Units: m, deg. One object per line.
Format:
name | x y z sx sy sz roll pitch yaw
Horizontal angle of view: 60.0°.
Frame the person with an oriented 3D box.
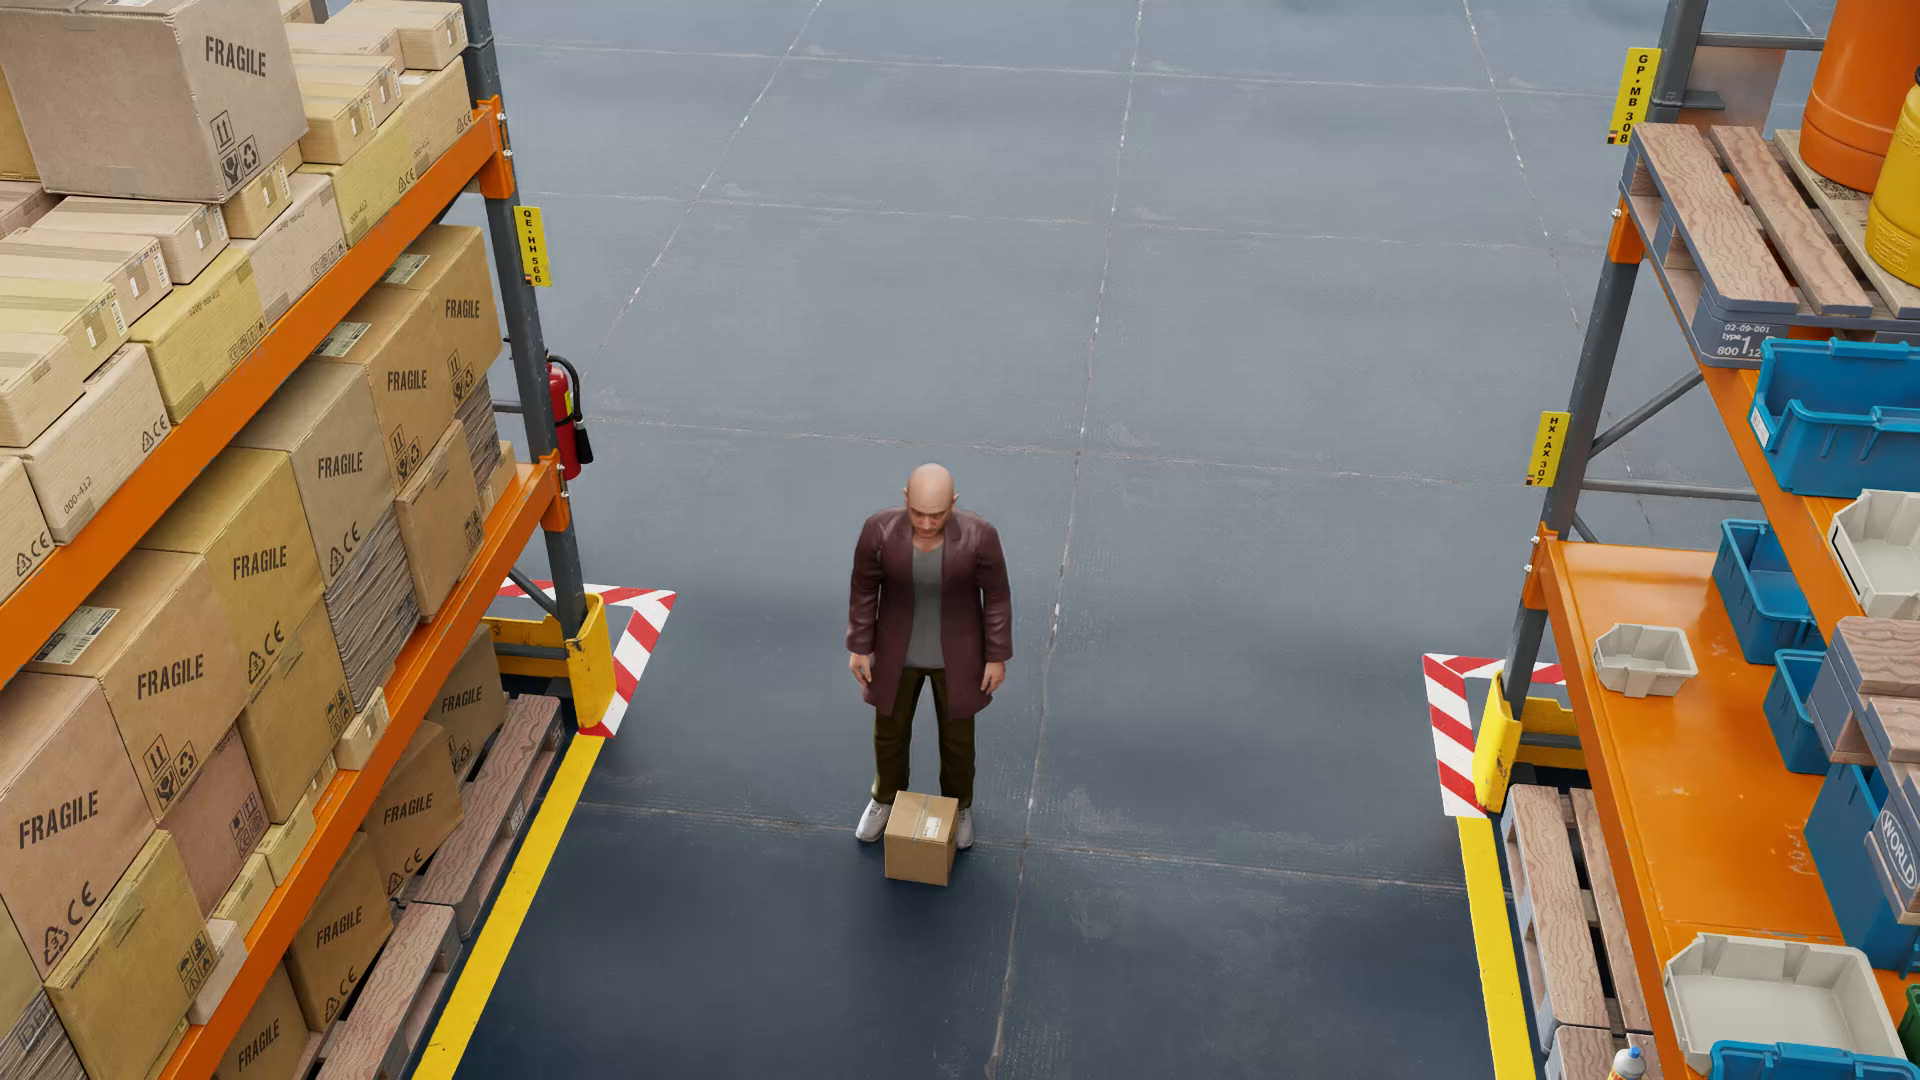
person | -0.120 0.436 6.448 0.653 1.774 0.416 4 36 5
